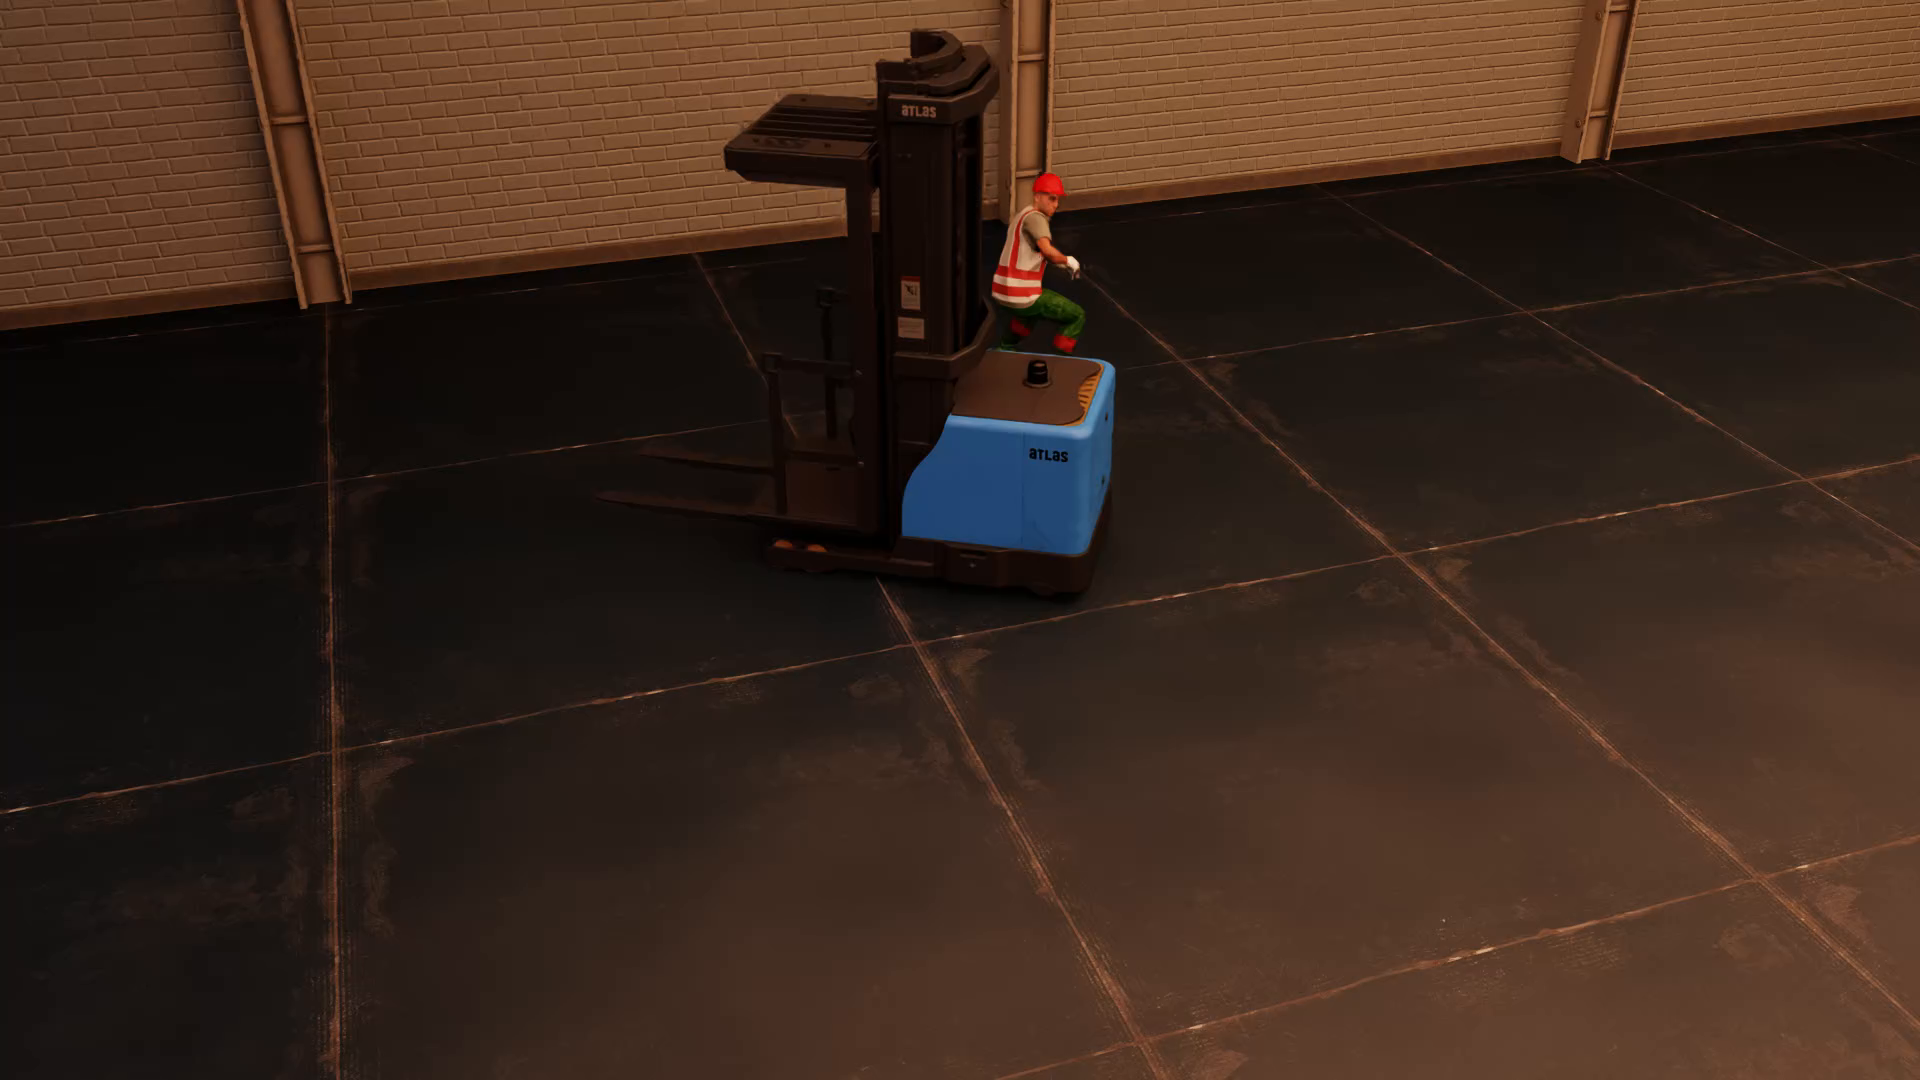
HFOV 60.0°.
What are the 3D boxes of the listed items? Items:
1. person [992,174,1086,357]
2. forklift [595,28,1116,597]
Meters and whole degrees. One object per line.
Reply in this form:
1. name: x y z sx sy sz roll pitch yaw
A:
1. person: 0.606 -1.815 11.719 0.853 1.528 0.852 -14 33 -22
2. forklift: -0.654 -1.325 9.389 3.031 2.935 1.130 7 31 11
